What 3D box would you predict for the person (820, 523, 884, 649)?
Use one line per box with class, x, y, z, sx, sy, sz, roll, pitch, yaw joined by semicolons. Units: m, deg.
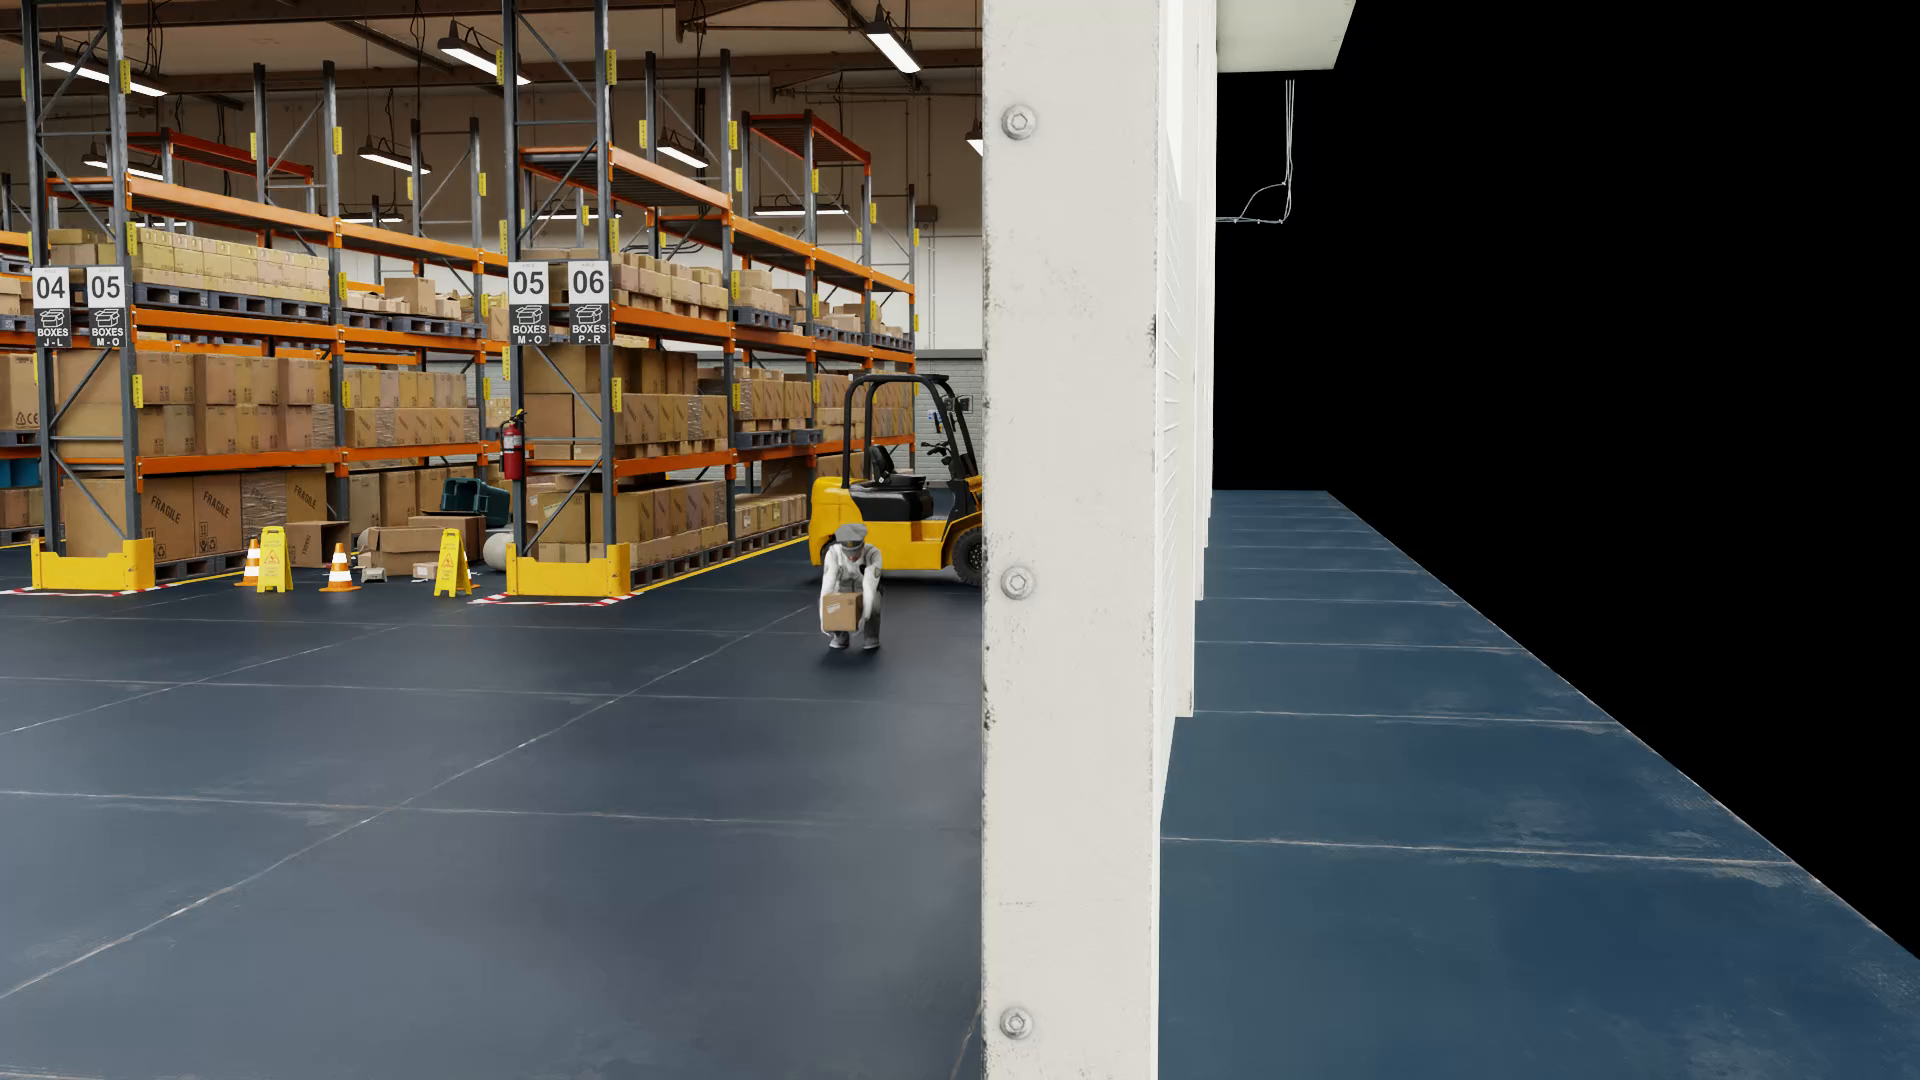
person;-0.805;0.347;12.482;0.471;0.976;0.844;1;5;8
